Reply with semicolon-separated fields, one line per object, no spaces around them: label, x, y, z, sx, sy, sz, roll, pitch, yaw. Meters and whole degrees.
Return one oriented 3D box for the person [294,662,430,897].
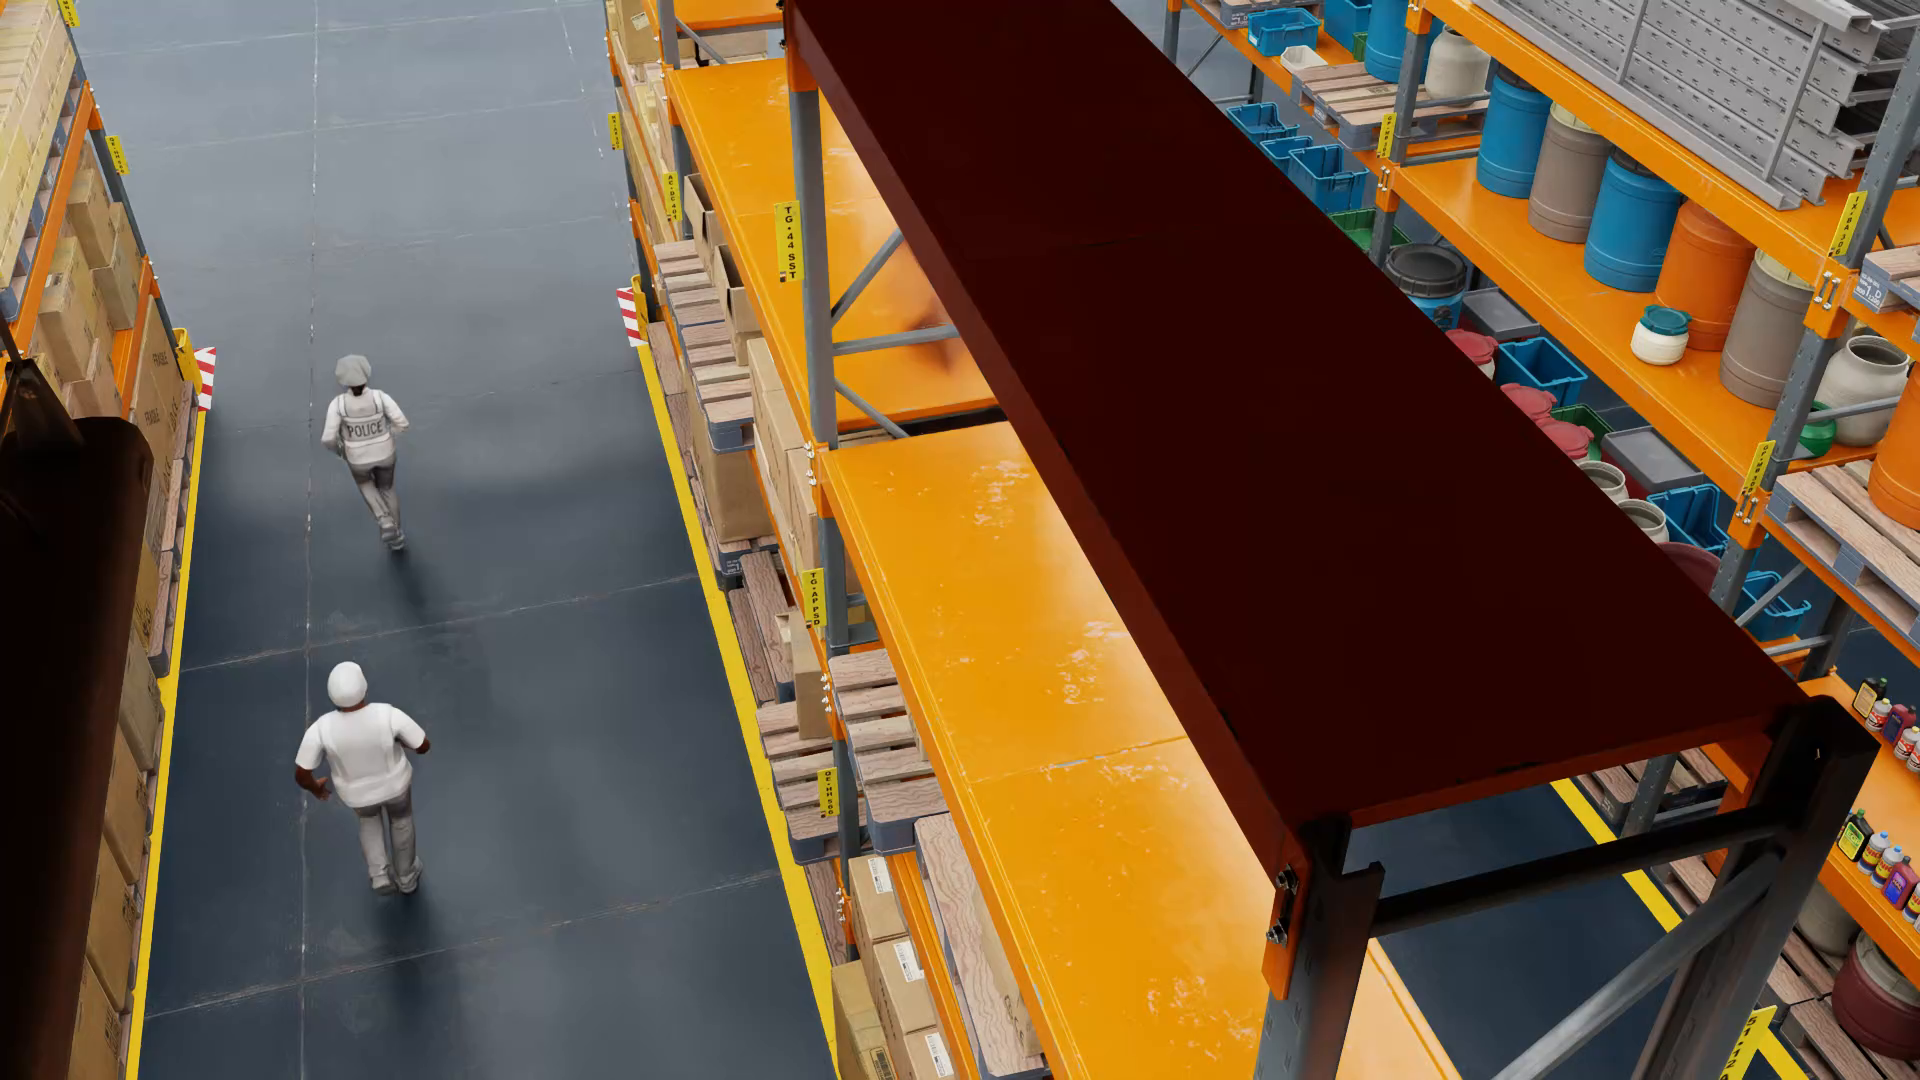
person;-3.412;1.416;9.657;0.736;1.722;0.605;-13;40;-15

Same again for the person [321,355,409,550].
person;-4.372;-0.649;12.329;0.623;1.658;0.459;-16;41;-20
